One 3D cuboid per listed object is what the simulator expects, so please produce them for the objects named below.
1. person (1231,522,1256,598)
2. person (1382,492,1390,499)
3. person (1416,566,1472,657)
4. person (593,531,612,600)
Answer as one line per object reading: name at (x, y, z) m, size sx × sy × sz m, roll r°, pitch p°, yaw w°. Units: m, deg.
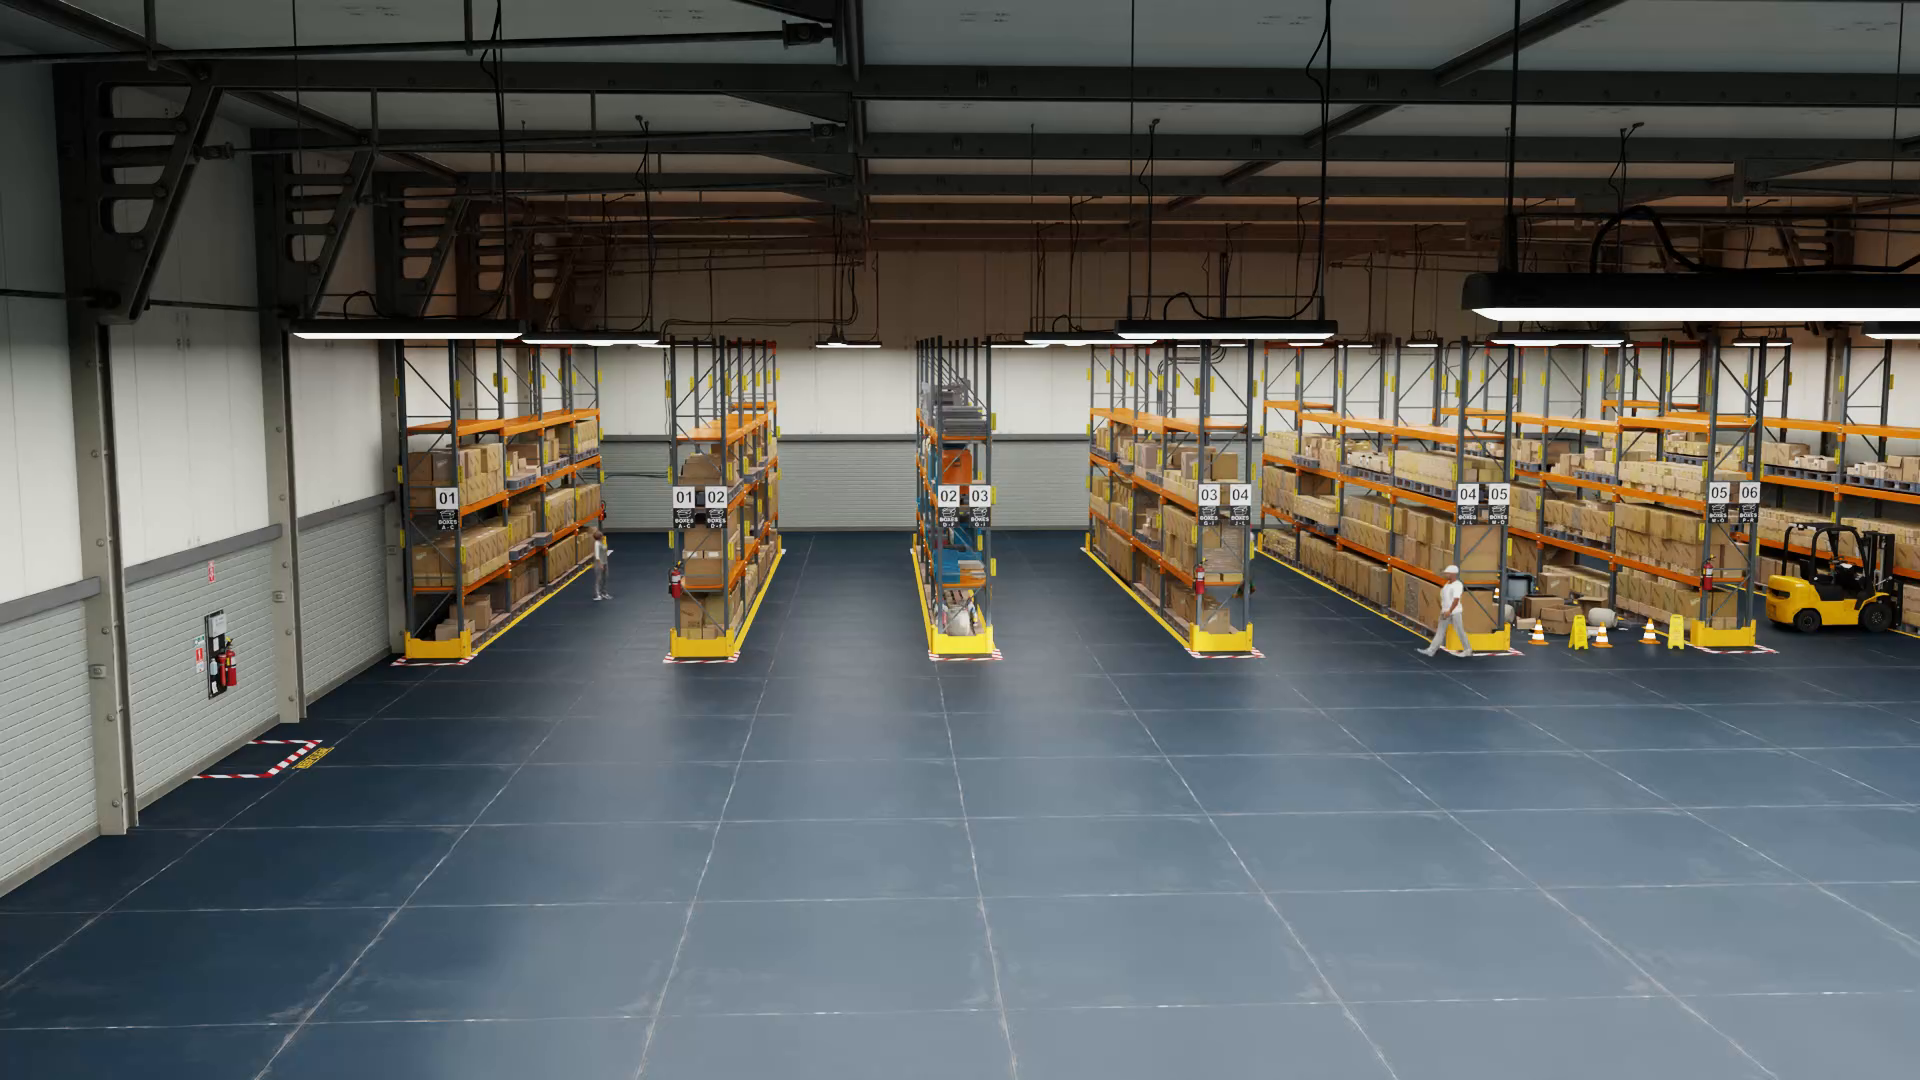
person at (6.568, 0.450, 38.578) m, size 0.587 × 1.783 × 0.545 m, roll 2°, pitch 7°, yaw 19°
person at (13.354, -1.031, 51.843) m, size 0.898 × 1.727 × 0.681 m, roll -4°, pitch 8°, yaw -31°
person at (9.074, 1.334, 30.947) m, size 1.003 × 1.709 × 0.629 m, roll -2°, pitch 7°, yaw -15°
person at (-8.241, 0.591, 38.319) m, size 0.425 × 1.619 × 0.554 m, roll 4°, pitch 8°, yaw 31°
